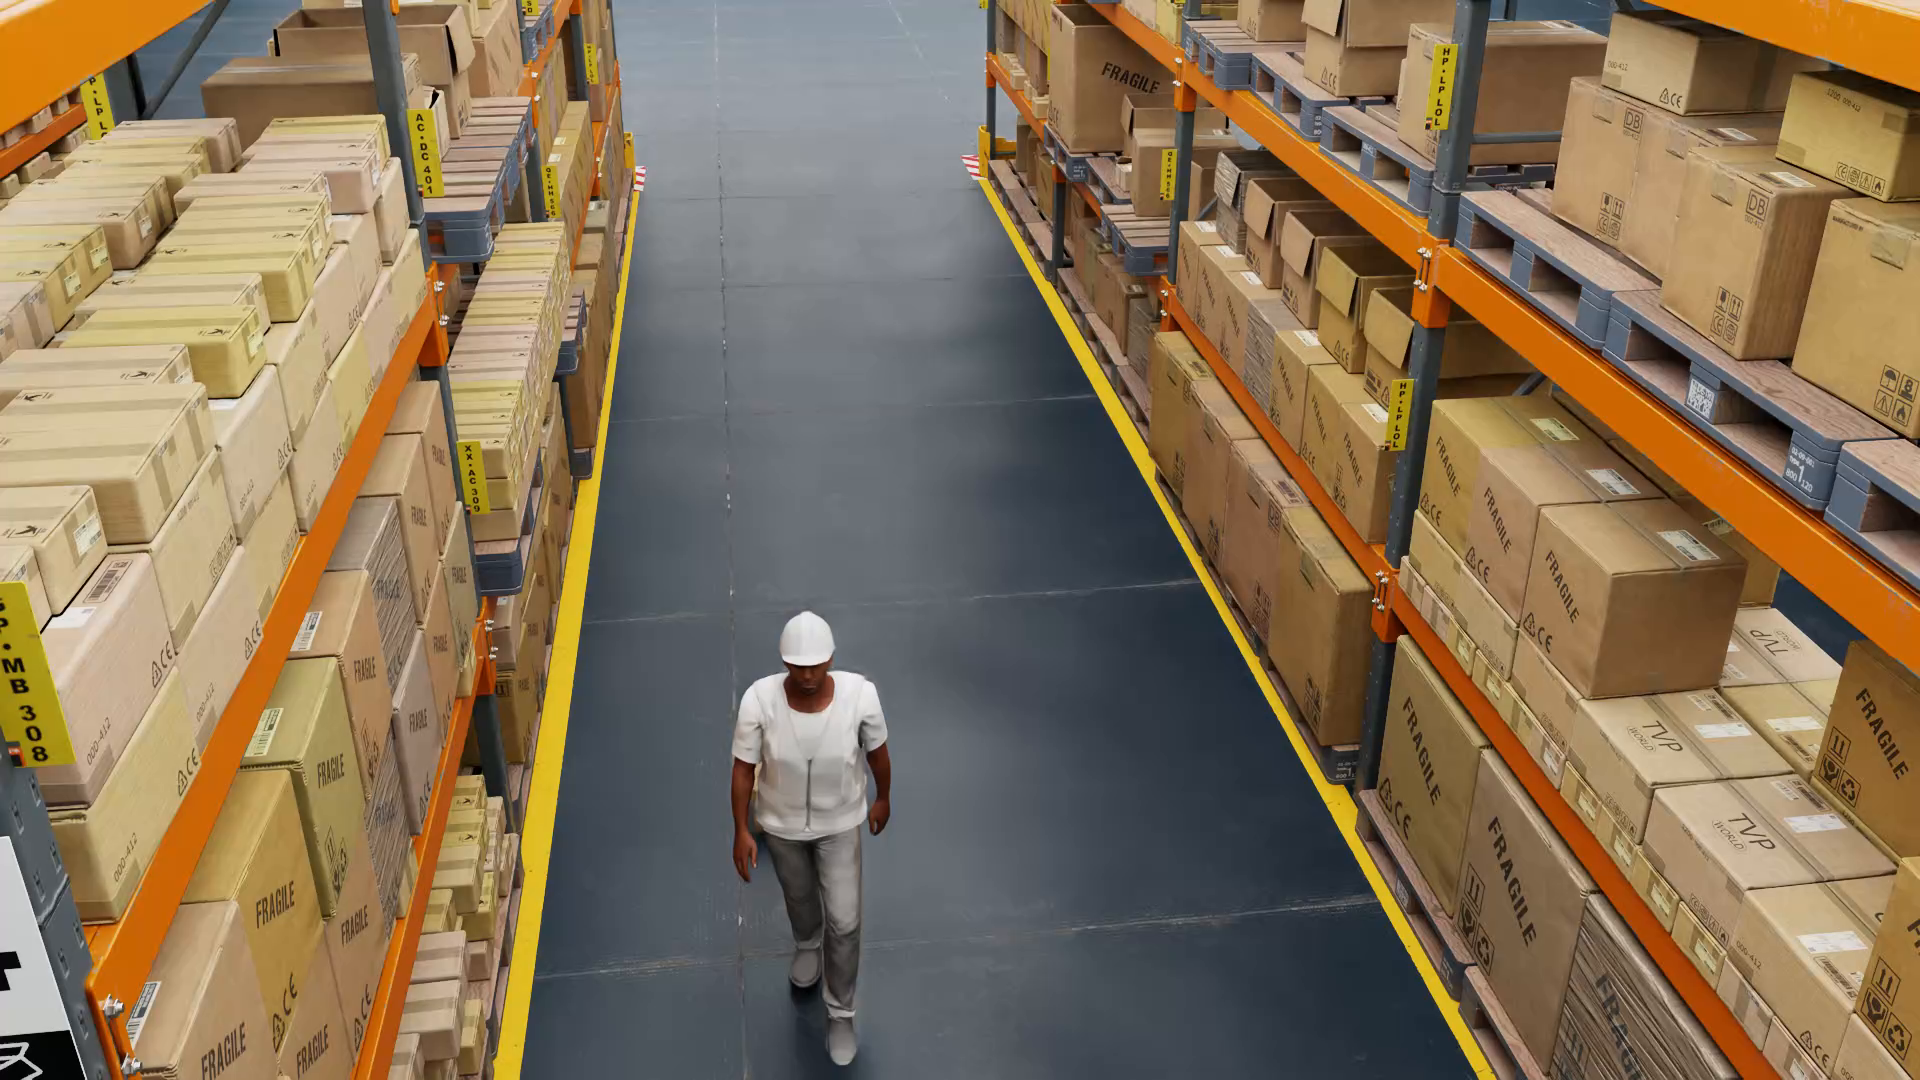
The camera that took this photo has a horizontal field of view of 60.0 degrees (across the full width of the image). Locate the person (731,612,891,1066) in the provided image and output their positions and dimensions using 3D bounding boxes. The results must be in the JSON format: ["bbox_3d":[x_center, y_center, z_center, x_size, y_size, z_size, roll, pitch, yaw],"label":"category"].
[{"bbox_3d":[-0.570,1.126,6.410,0.601,1.818,0.701,0,27,0],"label":"person"}]
